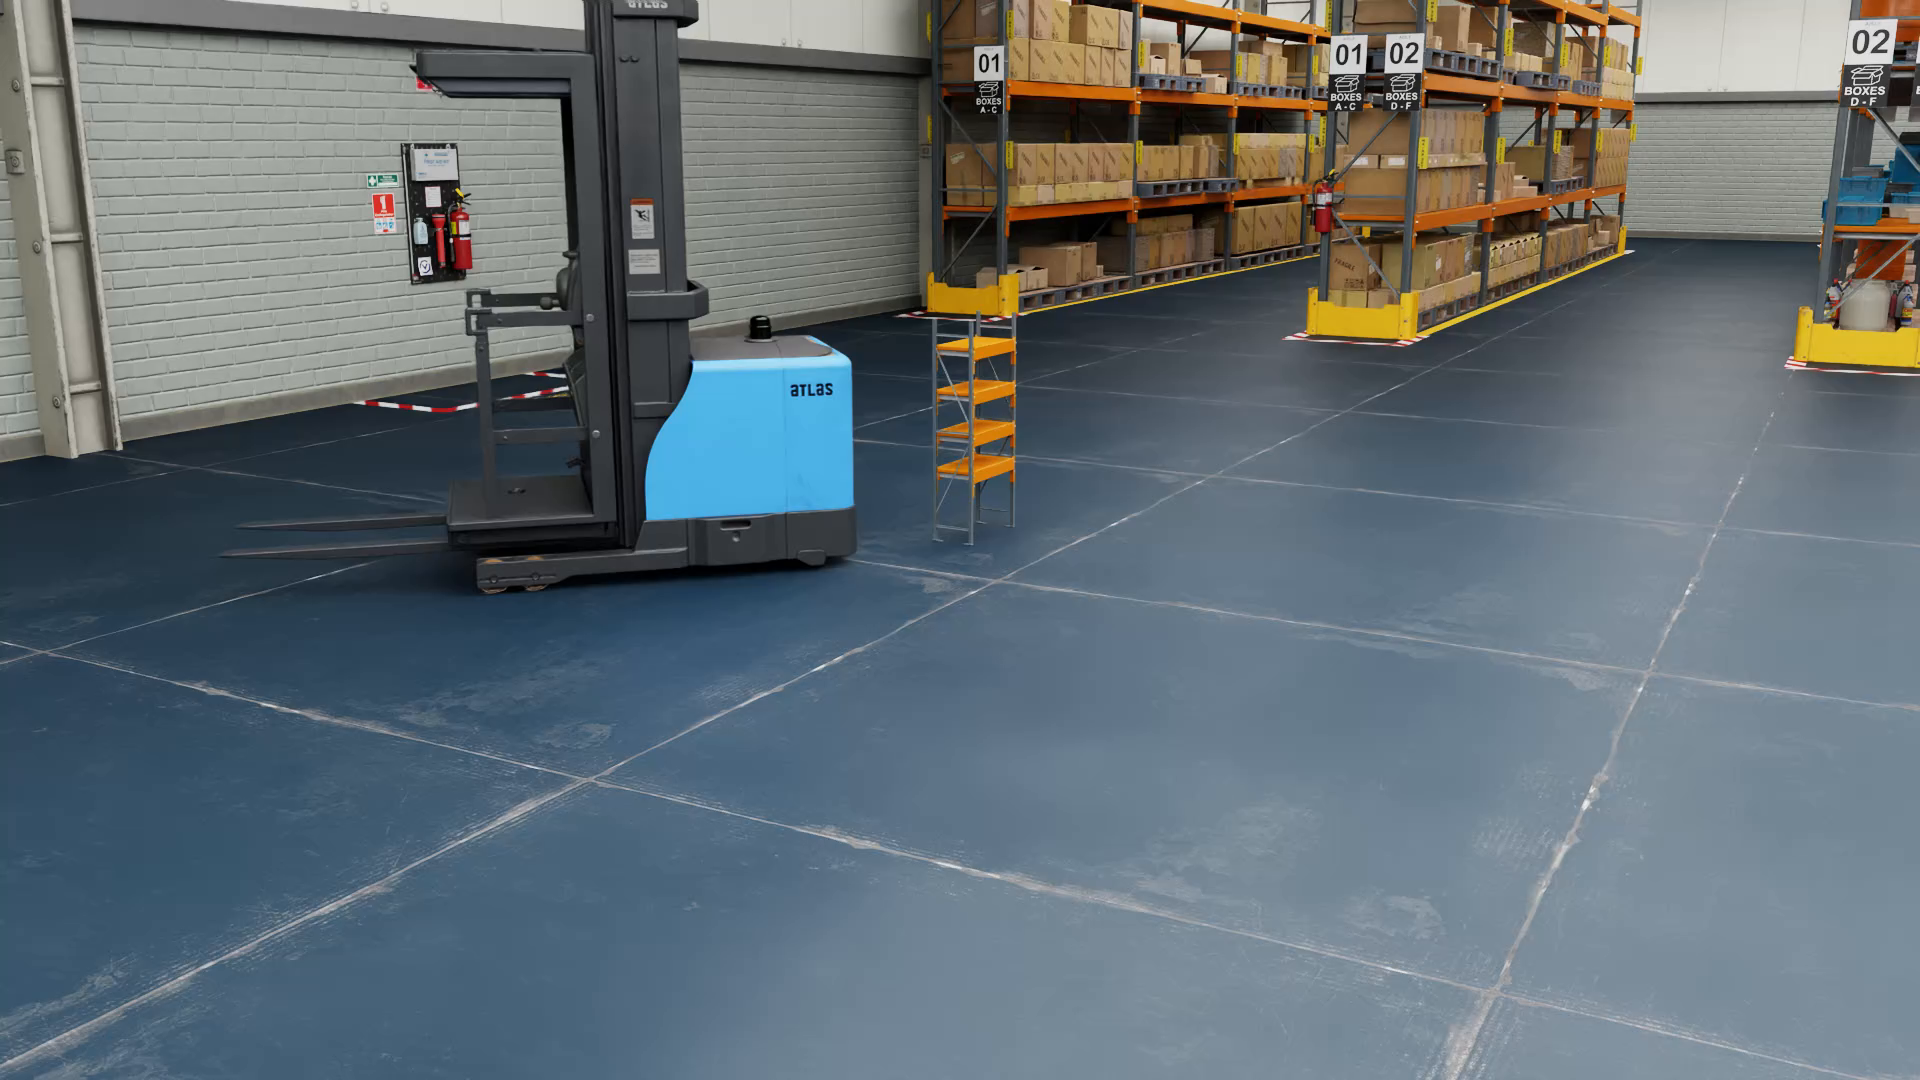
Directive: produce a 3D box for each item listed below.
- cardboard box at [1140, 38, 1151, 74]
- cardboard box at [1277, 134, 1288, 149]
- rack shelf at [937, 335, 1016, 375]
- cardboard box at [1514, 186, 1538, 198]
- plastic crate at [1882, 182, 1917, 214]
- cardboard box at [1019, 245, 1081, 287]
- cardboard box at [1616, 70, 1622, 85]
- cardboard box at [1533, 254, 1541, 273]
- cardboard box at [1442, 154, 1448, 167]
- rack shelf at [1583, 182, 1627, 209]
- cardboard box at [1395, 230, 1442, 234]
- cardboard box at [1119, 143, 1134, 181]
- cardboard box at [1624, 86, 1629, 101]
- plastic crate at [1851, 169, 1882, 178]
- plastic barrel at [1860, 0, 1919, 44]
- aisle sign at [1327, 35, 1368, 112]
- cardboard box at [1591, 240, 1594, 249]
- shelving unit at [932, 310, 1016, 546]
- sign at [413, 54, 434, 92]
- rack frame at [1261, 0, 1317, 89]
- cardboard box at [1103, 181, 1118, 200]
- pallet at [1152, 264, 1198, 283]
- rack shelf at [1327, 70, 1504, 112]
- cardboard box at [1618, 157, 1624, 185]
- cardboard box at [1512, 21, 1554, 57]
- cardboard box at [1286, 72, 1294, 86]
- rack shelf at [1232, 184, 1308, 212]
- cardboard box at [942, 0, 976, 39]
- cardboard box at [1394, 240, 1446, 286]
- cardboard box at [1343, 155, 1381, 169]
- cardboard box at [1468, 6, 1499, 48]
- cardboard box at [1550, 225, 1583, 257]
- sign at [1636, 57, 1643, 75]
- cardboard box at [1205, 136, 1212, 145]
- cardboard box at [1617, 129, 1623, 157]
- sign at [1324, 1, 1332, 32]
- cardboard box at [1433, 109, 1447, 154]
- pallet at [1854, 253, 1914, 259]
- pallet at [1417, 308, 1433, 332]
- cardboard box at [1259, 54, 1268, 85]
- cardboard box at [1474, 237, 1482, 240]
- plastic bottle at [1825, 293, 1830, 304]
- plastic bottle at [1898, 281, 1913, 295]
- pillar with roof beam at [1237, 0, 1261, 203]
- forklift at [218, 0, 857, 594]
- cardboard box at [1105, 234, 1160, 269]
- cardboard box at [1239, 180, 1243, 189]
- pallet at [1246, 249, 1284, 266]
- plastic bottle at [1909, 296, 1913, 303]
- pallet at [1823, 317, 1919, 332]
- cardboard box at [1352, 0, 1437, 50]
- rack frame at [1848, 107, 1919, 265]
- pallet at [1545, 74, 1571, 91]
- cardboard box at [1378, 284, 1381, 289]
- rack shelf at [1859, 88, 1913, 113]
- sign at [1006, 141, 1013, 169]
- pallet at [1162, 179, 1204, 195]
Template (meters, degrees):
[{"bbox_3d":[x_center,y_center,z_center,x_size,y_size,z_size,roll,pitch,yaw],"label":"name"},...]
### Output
[{"bbox_3d":[2.386,-6.927,23.858,0.500,0.500,0.500,10,17,36],"label":"cardboard box"},{"bbox_3d":[5.415,-6.989,29.132,0.500,0.250,0.500,8,16,29],"label":"cardboard box"},{"bbox_3d":[0.080,-0.999,8.942,0.258,0.148,0.480,7,15,28],"label":"rack shelf"},{"bbox_3d":[8.131,-5.035,24.056,0.380,0.149,0.250,7,15,28],"label":"cardboard box"},{"bbox_3d":[10.360,-3.868,18.809,0.767,0.338,0.504,7,15,28],"label":"plastic crate"},{"bbox_3d":[1.205,-3.685,22.313,0.700,0.500,0.500,6,15,25],"label":"cardboard box"},{"bbox_3d":[11.443,-8.201,29.503,0.500,0.250,0.500,7,15,28],"label":"cardboard box"},{"bbox_3d":[8.283,-4.105,24.633,0.500,0.250,0.500,8,16,29],"label":"cardboard box"},{"bbox_3d":[5.455,-4.417,19.356,0.380,0.149,0.250,7,15,27],"label":"cardboard box"},{"bbox_3d":[11.224,-6.255,30.112,1.077,0.370,4.000,7,15,28],"label":"rack shelf"},{"bbox_3d":[5.892,-3.725,21.456,0.500,0.500,0.500,7,15,28],"label":"cardboard box"},{"bbox_3d":[2.094,-5.283,23.223,0.500,0.500,0.500,7,15,28],"label":"cardboard box"},{"bbox_3d":[11.922,-8.163,30.415,0.500,0.250,0.500,7,15,28],"label":"cardboard box"},{"bbox_3d":[10.691,-4.156,19.735,0.402,0.464,0.583,7,15,28],"label":"plastic crate"},{"bbox_3d":[8.914,-5.155,15.805,0.600,0.830,0.708,7,15,28],"label":"plastic barrel"},{"bbox_3d":[4.167,-5.016,17.891,0.394,0.787,0.004,7,15,28],"label":"aisle sign"},{"bbox_3d":[11.059,-5.271,29.603,0.380,0.166,0.250,7,15,28],"label":"cardboard box"},{"bbox_3d":[0.080,-0.617,9.034,0.258,1.200,0.503,7,15,28],"label":"shelving unit"},{"bbox_3d":[-4.520,-3.937,14.018,0.001,0.298,0.199,7,15,28],"label":"sign"},{"bbox_3d":[5.919,-9.671,29.948,1.000,3.000,0.127,7,15,28],"label":"rack frame"},{"bbox_3d":[1.840,-4.817,22.892,0.500,0.250,0.500,7,15,28],"label":"cardboard box"},{"bbox_3d":[3.016,-4.169,25.875,1.003,0.211,1.213,7,15,28],"label":"pallet"},{"bbox_3d":[5.423,-5.251,19.549,1.077,0.370,4.000,7,15,28],"label":"rack shelf"},{"bbox_3d":[11.965,-6.834,30.766,0.500,0.500,0.500,8,15,29],"label":"cardboard box"},{"bbox_3d":[8.540,-7.455,24.810,0.500,0.500,0.500,7,15,28],"label":"cardboard box"},{"bbox_3d":[6.045,-8.560,30.949,0.500,0.250,0.500,8,15,29],"label":"cardboard box"},{"bbox_3d":[4.952,-5.995,29.033,1.077,0.370,4.000,7,15,28],"label":"rack shelf"},{"bbox_3d":[0.098,-6.413,20.446,0.500,0.500,0.500,8,16,31],"label":"cardboard box"},{"bbox_3d":[5.381,-3.256,19.509,0.500,0.500,0.500,7,15,28],"label":"cardboard box"},{"bbox_3d":[4.474,-4.196,18.441,0.380,0.149,0.250,7,15,27],"label":"cardboard box"},{"bbox_3d":[6.723,-6.629,21.553,0.500,0.500,0.500,8,15,29],"label":"cardboard box"},{"bbox_3d":[10.023,-4.959,27.596,0.500,0.500,0.500,7,15,28],"label":"cardboard box"},{"bbox_3d":[12.667,-8.836,30.997,0.100,0.325,0.005,7,15,28],"label":"sign"},{"bbox_3d":[3.845,-6.438,26.800,0.380,0.149,0.250,5,15,21],"label":"cardboard box"},{"bbox_3d":[11.727,-7.216,30.219,0.500,0.500,0.500,8,16,30],"label":"cardboard box"},{"bbox_3d":[3.988,-5.647,17.935,0.100,0.325,0.005,7,15,28],"label":"sign"},{"bbox_3d":[5.211,-4.729,19.266,0.700,0.500,0.500,7,15,28],"label":"cardboard box"},{"bbox_3d":[15.502,-4.683,28.008,1.003,0.211,1.213,7,15,28],"label":"pallet"},{"bbox_3d":[4.789,-2.538,19.111,1.003,0.211,1.213,7,15,28],"label":"pallet"},{"bbox_3d":[4.887,-8.090,28.639,0.700,0.500,0.500,7,15,28],"label":"cardboard box"},{"bbox_3d":[7.318,-4.226,23.938,0.500,0.311,0.500,7,15,27],"label":"cardboard box"},{"bbox_3d":[9.335,-2.516,17.927,0.061,0.283,0.133,8,16,29],"label":"plastic bottle"},{"bbox_3d":[10.572,-2.713,18.599,0.144,0.351,0.185,7,15,25],"label":"plastic bottle"},{"bbox_3d":[9.269,-9.425,28.927,9.100,9.000,0.400,7,15,28],"label":"pillar with roof beam"},{"bbox_3d":[-2.102,-1.304,8.191,3.031,2.935,1.130,-4,14,-15],"label":"forklift"},{"bbox_3d":[2.599,-4.377,25.182,0.700,0.500,0.500,7,15,27],"label":"cardboard box"},{"bbox_3d":[4.477,-5.914,27.656,0.380,0.149,0.250,8,16,29],"label":"cardboard box"},{"bbox_3d":[5.023,-4.981,29.243,1.003,0.211,1.213,7,15,28],"label":"pallet"},{"bbox_3d":[10.065,-2.445,17.630,0.061,0.283,0.133,8,16,29],"label":"plastic bottle"},{"bbox_3d":[9.774,-2.251,17.920,1.003,0.211,1.213,7,15,28],"label":"pallet"},{"bbox_3d":[4.738,-5.630,18.172,0.797,0.503,0.637,9,16,32],"label":"cardboard box"},{"bbox_3d":[14.592,-5.632,25.995,1.000,3.000,0.127,7,15,28],"label":"rack frame"},{"bbox_3d":[8.074,-6.590,23.973,1.213,0.211,1.003,8,16,31],"label":"pallet"},{"bbox_3d":[4.688,-2.847,19.413,0.500,0.250,0.500,7,15,28],"label":"cardboard box"},{"bbox_3d":[11.691,-5.510,20.622,1.077,0.370,4.000,7,15,28],"label":"rack shelf"},{"bbox_3d":[0.593,-4.652,20.083,0.100,0.325,0.005,7,15,28],"label":"sign"},{"bbox_3d":[3.064,-5.430,25.566,1.003,0.211,1.213,7,15,28],"label":"pallet"}]
